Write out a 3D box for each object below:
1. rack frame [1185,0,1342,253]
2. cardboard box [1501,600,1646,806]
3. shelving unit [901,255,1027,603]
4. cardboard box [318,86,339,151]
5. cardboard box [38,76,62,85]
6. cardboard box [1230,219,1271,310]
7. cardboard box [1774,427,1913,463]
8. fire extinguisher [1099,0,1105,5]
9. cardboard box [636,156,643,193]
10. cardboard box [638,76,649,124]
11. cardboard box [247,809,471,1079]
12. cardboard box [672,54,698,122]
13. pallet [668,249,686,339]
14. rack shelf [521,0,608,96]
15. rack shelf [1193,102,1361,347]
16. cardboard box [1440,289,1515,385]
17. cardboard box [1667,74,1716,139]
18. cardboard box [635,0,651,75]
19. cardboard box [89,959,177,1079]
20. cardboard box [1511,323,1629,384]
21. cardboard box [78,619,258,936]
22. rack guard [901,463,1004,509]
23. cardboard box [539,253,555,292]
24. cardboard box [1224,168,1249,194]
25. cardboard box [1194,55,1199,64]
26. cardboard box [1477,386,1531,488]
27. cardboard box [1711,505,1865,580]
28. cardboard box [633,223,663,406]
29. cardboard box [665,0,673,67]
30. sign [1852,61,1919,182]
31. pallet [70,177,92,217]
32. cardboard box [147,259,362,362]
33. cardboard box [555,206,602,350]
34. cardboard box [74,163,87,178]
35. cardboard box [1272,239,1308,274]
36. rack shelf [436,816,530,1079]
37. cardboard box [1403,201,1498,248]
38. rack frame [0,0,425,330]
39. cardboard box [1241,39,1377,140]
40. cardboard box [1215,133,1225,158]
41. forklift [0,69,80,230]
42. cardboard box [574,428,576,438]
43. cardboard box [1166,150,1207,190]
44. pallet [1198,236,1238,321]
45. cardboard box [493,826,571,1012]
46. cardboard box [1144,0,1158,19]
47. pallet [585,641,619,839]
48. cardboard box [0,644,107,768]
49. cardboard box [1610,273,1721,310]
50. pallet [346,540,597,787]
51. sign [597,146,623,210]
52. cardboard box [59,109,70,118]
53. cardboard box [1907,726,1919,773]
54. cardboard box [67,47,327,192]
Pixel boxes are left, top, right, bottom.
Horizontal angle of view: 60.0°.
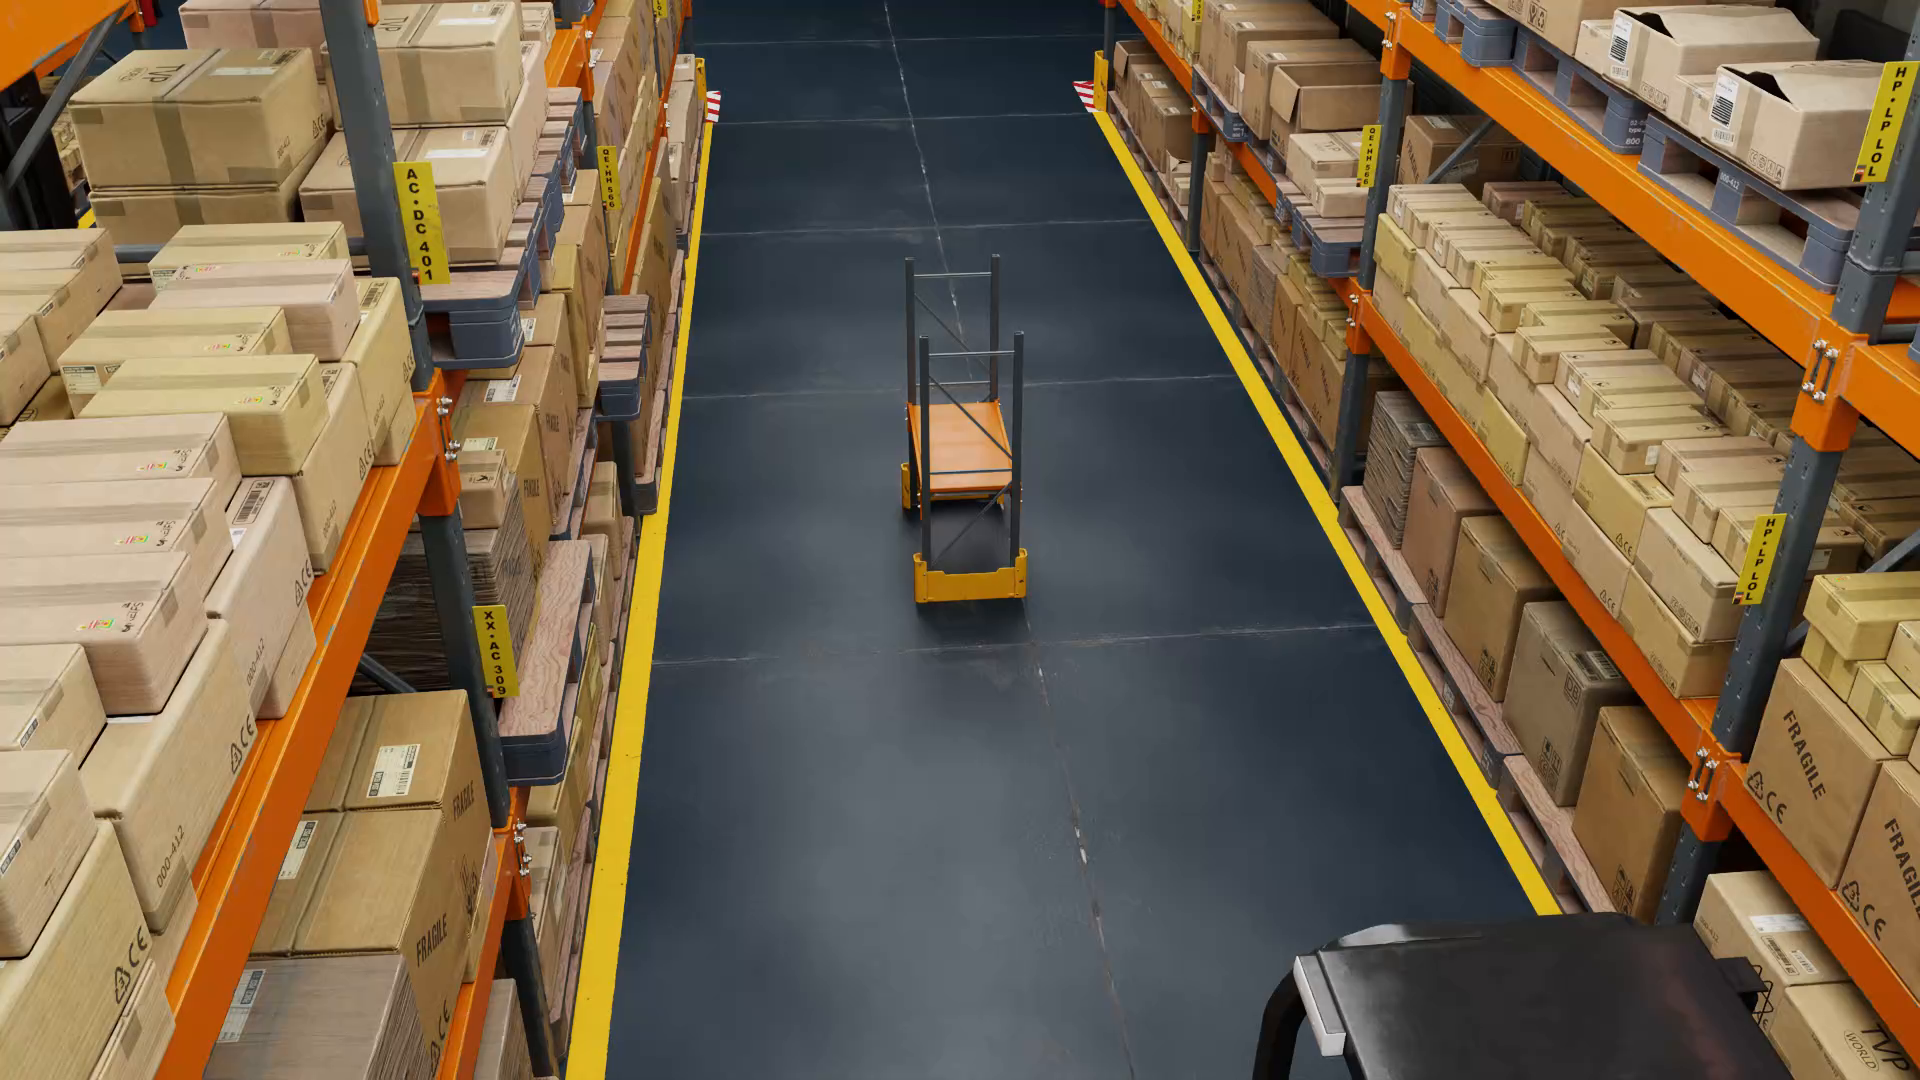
[{"bbox_3d":[2.279,-3.590,12.335,1.000,3.000,0.127,-3,31,-5],"label":"rack frame"},{"bbox_3d":[2.901,0.671,7.107,0.875,0.625,0.625,-3,31,-5],"label":"cardboard box"},{"bbox_3d":[0.007,-0.605,8.800,0.587,1.500,1.083,-3,31,-5],"label":"shelving unit"},{"bbox_3d":[-2.156,-1.219,5.178,0.500,0.250,0.500,-2,31,-4],"label":"cardboard box"},{"bbox_3d":[-8.245,-4.032,14.865,0.380,0.149,0.250,-4,31,-7],"label":"cardboard box"},{"bbox_3d":[2.202,-1.913,11.556,0.500,0.500,0.500,-4,31,-6],"label":"cardboard box"},{"bbox_3d":[3.212,-0.284,6.070,0.380,0.149,0.250,-3,31,-5],"label":"cardboard box"},{"bbox_3d":[1.431,-5.492,15.958,0.296,0.674,0.183,-3,31,-5],"label":"fire extinguisher"},{"bbox_3d":[-2.243,-2.287,10.300,0.500,0.250,0.500,-3,31,-5],"label":"cardboard box"},{"bbox_3d":[-2.271,-2.768,10.618,0.500,0.250,0.500,-2,31,-3],"label":"cardboard box"},{"bbox_3d":[-1.571,1.041,4.195,0.500,0.500,0.500,-2,31,-3],"label":"cardboard box"},{"bbox_3d":[-2.875,-4.141,15.346,0.875,0.438,0.875,-4,31,-6],"label":"cardboard box"},{"bbox_3d":[-2.516,-1.763,11.995,1.003,0.211,1.213,-3,31,-5],"label":"pallet"},{"bbox_3d":[-2.476,-3.308,9.640,1.077,0.370,4.000,-3,31,-5],"label":"rack shelf"},{"bbox_3d":[2.466,-2.260,10.810,1.077,0.370,4.000,-3,31,-5],"label":"rack shelf"},{"bbox_3d":[2.527,-0.936,7.551,0.500,0.250,0.500,-4,31,-6],"label":"cardboard box"},{"bbox_3d":[2.621,-1.456,5.575,0.380,0.149,0.250,-3,31,-5],"label":"cardboard box"},{"bbox_3d":[-2.315,-3.343,10.848,0.500,0.500,0.500,-2,31,-4],"label":"cardboard box"},{"bbox_3d":[-1.374,0.752,2.386,0.380,0.149,0.250,-2,31,-4],"label":"cardboard box"},{"bbox_3d":[2.522,-0.773,6.890,0.380,0.149,0.250,-4,31,-6],"label":"cardboard box"},{"bbox_3d":[-1.462,0.373,2.631,0.500,0.250,0.500,-2,31,-4],"label":"cardboard box"},{"bbox_3d":[-0.039,-0.323,9.546,0.587,0.250,0.087,-3,31,-5],"label":"rack guard"},{"bbox_3d":[-1.855,-1.116,6.763,0.380,0.149,0.250,-4,31,-7],"label":"cardboard box"},{"bbox_3d":[2.150,-2.642,12.144,0.380,0.149,0.250,-4,31,-6],"label":"cardboard box"},{"bbox_3d":[1.998,-3.633,12.652,0.380,0.149,0.250,-2,31,-4],"label":"cardboard box"},{"bbox_3d":[2.595,-0.461,7.242,0.500,0.250,0.500,-2,31,-3],"label":"cardboard box"},{"bbox_3d":[2.773,0.009,5.579,0.380,0.149,0.250,-2,31,-3],"label":"cardboard box"},{"bbox_3d":[-2.350,-1.388,10.312,0.875,0.875,0.875,-2,31,-4],"label":"cardboard box"},{"bbox_3d":[-2.489,-3.902,12.761,0.500,0.500,0.500,-3,31,-4],"label":"cardboard box"},{"bbox_3d":[2.487,-1.119,4.463,0.100,0.325,0.005,-3,31,-5],"label":"sign"},{"bbox_3d":[-7.797,-2.830,13.782,1.003,0.211,1.213,-3,31,-5],"label":"pallet"},{"bbox_3d":[-1.568,-0.508,3.717,0.380,0.149,0.250,-3,31,-6],"label":"cardboard box"},{"bbox_3d":[-1.911,-1.177,7.498,0.500,0.500,0.500,-3,31,-5],"label":"cardboard box"},{"bbox_3d":[-7.507,-3.143,13.957,0.380,0.149,0.250,-2,31,-4],"label":"cardboard box"},{"bbox_3d":[2.258,-1.852,10.821,0.380,0.149,0.250,-4,31,-7],"label":"cardboard box"},{"bbox_3d":[-1.729,2.064,3.571,1.077,0.370,4.000,-3,31,-5],"label":"rack shelf"},{"bbox_3d":[2.415,-1.556,8.200,0.380,0.149,0.250,-2,31,-4],"label":"cardboard box"},{"bbox_3d":[-1.915,-1.841,3.557,1.000,3.000,0.127,-3,31,-5],"label":"rack frame"},{"bbox_3d":[2.223,-2.890,10.657,0.700,0.500,0.500,-3,31,-5],"label":"cardboard box"},{"bbox_3d":[2.108,-2.910,12.303,0.380,0.149,0.250,-3,31,-5],"label":"cardboard box"},{"bbox_3d":[-4.852,-0.968,8.013,1.130,2.935,3.031,-2,31,-4],"label":"forklift"},{"bbox_3d":[-1.801,-0.437,6.892,0.380,0.149,0.250,-4,31,-6],"label":"cardboard box"},{"bbox_3d":[1.901,-3.049,13.686,0.396,0.266,0.258,-2,31,-3],"label":"cardboard box"},{"bbox_3d":[2.392,-1.979,12.358,1.003,0.211,1.213,-3,31,-5],"label":"pallet"},{"bbox_3d":[-1.967,1.414,6.110,0.950,0.372,0.625,-2,31,-4],"label":"cardboard box"},{"bbox_3d":[1.778,-4.550,14.187,0.380,0.149,0.250,-2,31,-3],"label":"cardboard box"},{"bbox_3d":[-2.107,0.910,7.521,1.003,0.211,1.213,-3,31,-5],"label":"pallet"},{"bbox_3d":[-1.483,0.284,2.391,0.380,0.149,0.250,-2,31,-4],"label":"cardboard box"},{"bbox_3d":[3.129,-1.067,7.381,0.380,0.149,0.250,-3,31,-5],"label":"cardboard box"},{"bbox_3d":[-1.842,0.419,5.810,1.003,0.211,1.213,-3,31,-5],"label":"pallet"},{"bbox_3d":[-1.750,-1.802,8.290,0.100,0.325,0.005,-3,31,-5],"label":"sign"},{"bbox_3d":[-7.495,-3.531,14.026,0.380,0.149,0.250,-2,31,-3],"label":"cardboard box"},{"bbox_3d":[2.872,0.612,4.570,0.380,0.149,0.250,-3,31,-5],"label":"cardboard box"},{"bbox_3d":[-2.096,-1.174,4.614,0.500,0.250,0.500,-2,31,-3],"label":"cardboard box"}]
